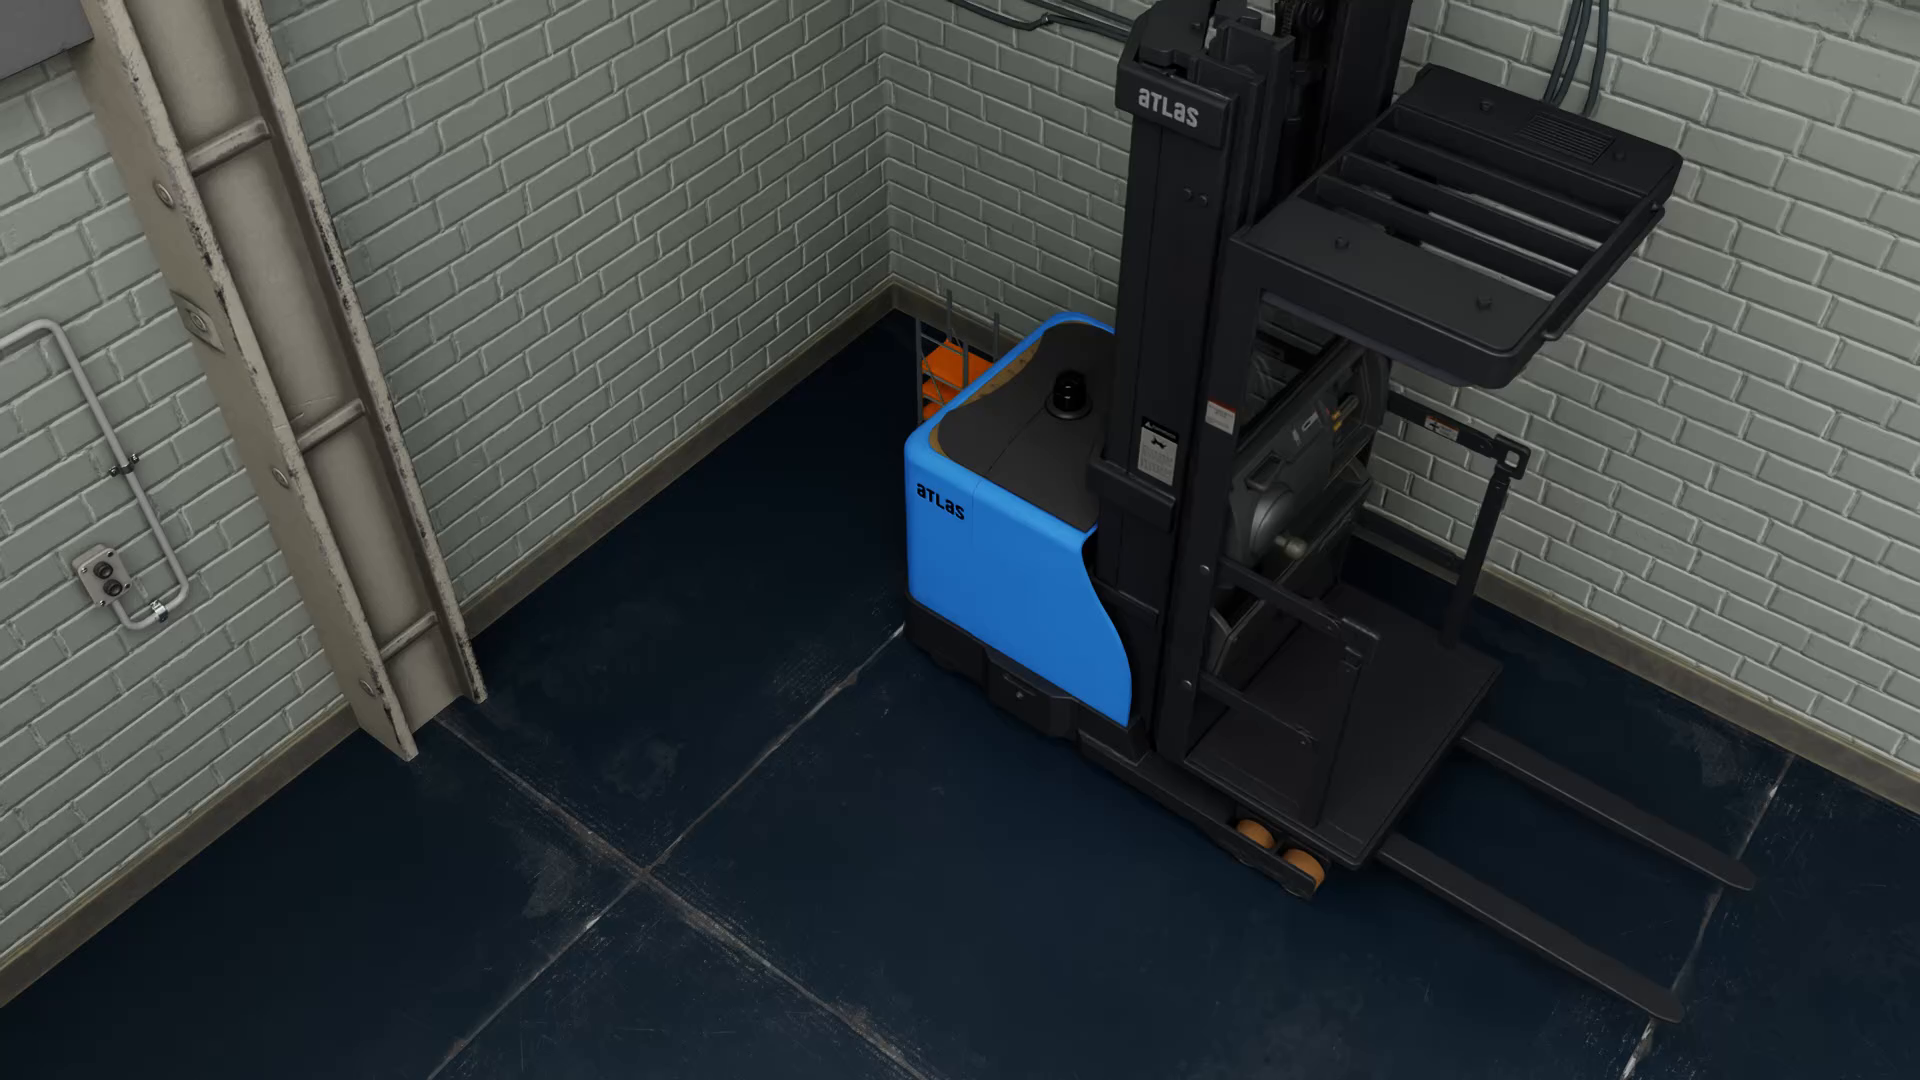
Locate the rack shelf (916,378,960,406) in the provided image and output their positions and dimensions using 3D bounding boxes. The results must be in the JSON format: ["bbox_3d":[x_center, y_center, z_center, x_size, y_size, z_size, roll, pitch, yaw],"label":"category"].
[{"bbox_3d":[-0.009,-0.542,6.332,0.258,0.103,0.180,29,53,25],"label":"rack shelf"}]

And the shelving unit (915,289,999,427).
[{"bbox_3d":[-0.009,-0.407,6.473,0.258,1.200,0.189,29,53,25],"label":"shelving unit"}]

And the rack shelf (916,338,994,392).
[{"bbox_3d":[-0.009,-0.625,6.245,0.258,0.103,0.180,29,53,25],"label":"rack shelf"}]

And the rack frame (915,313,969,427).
[{"bbox_3d":[-0.066,-0.354,6.423,0.240,1.200,0.006,29,53,25],"label":"rack frame"}]

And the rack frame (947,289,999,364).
[{"bbox_3d":[0.047,-0.459,6.523,0.240,1.200,0.006,29,53,25],"label":"rack frame"}]

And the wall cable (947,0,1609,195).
[{"bbox_3d":[0.736,-2.549,5.273,3.097,2.526,0.112,29,53,25],"label":"wall cable"}]

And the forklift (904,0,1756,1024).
[{"bbox_3d":[1.257,-0.223,5.101,3.031,2.935,1.130,30,53,25],"label":"forklift"}]

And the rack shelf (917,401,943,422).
[{"bbox_3d":[-0.009,-0.459,6.419,0.258,0.103,0.180,29,53,25],"label":"rack shelf"}]

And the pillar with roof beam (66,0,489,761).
[{"bbox_3d":[1.368,-0.567,1.233,9.100,9.000,0.400,29,53,25],"label":"pillar with roof beam"}]

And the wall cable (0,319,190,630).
[{"bbox_3d":[-2.970,0.028,4.111,0.084,1.984,1.851,29,53,25],"label":"wall cable"}]
